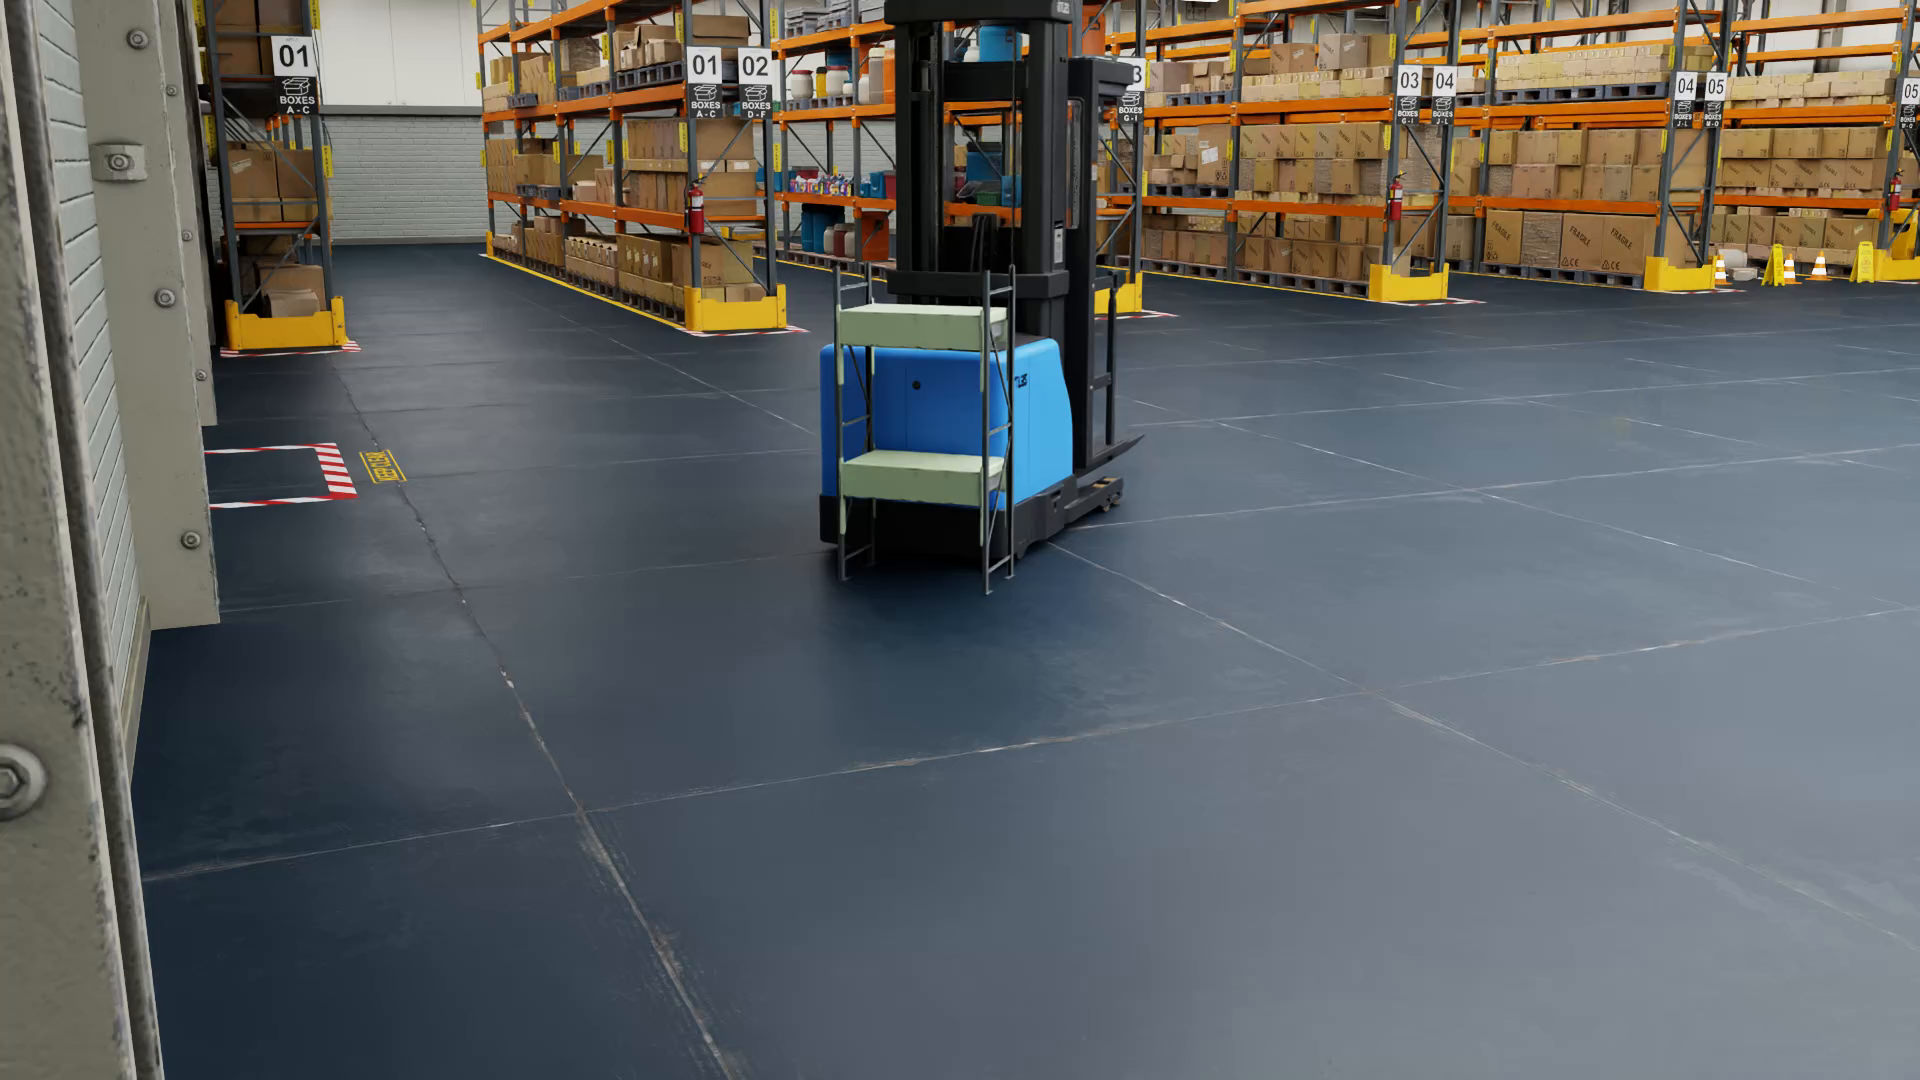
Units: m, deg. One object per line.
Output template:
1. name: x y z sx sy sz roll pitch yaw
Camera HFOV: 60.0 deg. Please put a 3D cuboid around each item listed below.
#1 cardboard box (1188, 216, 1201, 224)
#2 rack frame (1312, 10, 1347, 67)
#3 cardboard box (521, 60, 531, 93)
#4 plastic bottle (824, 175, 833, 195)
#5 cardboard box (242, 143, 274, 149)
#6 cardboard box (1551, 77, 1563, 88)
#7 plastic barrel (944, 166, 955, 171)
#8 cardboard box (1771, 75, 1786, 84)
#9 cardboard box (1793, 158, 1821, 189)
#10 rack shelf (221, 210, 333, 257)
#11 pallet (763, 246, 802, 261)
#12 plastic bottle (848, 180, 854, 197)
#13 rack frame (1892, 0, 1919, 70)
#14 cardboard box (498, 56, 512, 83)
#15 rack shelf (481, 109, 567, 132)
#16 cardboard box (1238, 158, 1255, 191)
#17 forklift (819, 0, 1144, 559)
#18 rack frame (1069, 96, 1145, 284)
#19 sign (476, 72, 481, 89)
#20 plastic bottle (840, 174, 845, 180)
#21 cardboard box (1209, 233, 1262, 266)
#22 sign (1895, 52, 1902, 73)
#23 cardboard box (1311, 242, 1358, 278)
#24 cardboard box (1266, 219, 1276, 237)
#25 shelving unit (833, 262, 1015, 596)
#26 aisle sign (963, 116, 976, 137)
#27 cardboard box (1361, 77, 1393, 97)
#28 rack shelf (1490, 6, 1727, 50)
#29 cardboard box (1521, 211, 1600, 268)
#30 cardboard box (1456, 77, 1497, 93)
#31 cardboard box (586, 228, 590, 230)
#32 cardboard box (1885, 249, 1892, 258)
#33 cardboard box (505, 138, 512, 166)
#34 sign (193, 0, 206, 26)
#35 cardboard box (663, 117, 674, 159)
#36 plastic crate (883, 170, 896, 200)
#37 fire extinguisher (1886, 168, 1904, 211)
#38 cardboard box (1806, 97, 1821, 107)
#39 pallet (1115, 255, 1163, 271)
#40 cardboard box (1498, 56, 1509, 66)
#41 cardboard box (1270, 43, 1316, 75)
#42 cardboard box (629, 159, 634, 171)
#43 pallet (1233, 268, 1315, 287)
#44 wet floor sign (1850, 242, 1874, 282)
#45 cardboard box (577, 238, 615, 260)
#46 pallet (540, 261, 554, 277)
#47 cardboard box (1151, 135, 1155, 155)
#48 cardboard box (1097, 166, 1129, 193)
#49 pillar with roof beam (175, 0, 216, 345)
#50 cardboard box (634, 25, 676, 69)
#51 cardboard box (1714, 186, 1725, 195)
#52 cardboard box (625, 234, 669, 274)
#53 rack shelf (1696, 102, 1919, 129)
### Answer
1. cardboard box: 5.221 -7.203 37.412 0.380 0.149 0.250 -6 14 -25
2. rack frame: 9.084 -12.002 40.770 1.000 3.000 0.127 -6 14 -23
3. cardboard box: -7.338 -8.116 29.259 0.600 0.600 0.600 -7 15 -28
4. plastic bottle: -2.366 -6.378 29.883 0.144 0.351 0.185 -6 14 -23
5. cardboard box: -10.099 -5.635 23.927 0.380 0.149 0.250 -8 15 -32
6. cardboard box: 9.742 -7.355 26.750 0.380 0.149 0.250 -6 14 -23
7. plastic barrel: -0.203 -5.693 26.513 0.433 0.535 0.433 0 13 0
8. cardboard box: 14.290 -7.969 28.785 0.380 0.149 0.250 -6 14 -24
9. cardboard box: 14.630 -6.262 28.393 0.500 0.500 0.500 -6 14 -23
10. rack shelf: -8.003 -3.599 19.363 1.077 0.370 4.000 -6 14 -23
11. pallet: -3.262 -5.700 33.031 1.003 0.211 1.213 -6 14 -23
12. plastic bottle: -1.882 -6.072 28.712 0.061 0.283 0.133 -6 14 -23
13. rack frame: 18.438 -9.972 31.998 1.000 3.000 0.127 -6 14 -23
14. cardboard box: -8.318 -8.866 31.435 0.700 0.500 0.500 -6 14 -23
15. rack shelf: -8.273 -7.988 31.674 1.077 0.370 4.000 -6 14 -23
16. cardboard box: 4.935 -5.800 26.396 0.875 0.500 0.500 -6 14 -23
17. forklift: 0.313 -1.620 9.368 1.130 2.935 3.031 5 14 22
18. rack frame: 1.875 -4.431 21.363 1.000 3.000 0.127 -6 14 -23
19. sign: -9.571 -9.128 33.067 0.100 0.325 0.005 -6 14 -23
20. plastic bottle: -2.190 -6.688 31.223 0.144 0.351 0.185 -6 14 -23
21. cardboard box: 4.585 -4.830 27.656 0.700 0.500 0.500 -7 15 -27
22. sign: 14.977 -7.620 26.527 0.100 0.325 0.005 -6 14 -23
23. cardboard box: 5.674 -4.247 25.181 0.500 0.500 0.500 -4 14 -18
24. cardboard box: 6.680 -6.379 34.391 0.500 0.500 0.500 -5 14 -22
25. shelving unit: -0.163 -0.541 7.879 0.755 1.500 0.431 5 14 20
26. aisle sign: 0.250 -9.493 37.467 0.394 0.787 0.004 -6 14 -23
27. cardboard box: 5.987 -6.343 23.306 0.500 0.250 0.500 -5 14 -22
28. rack shelf: 10.197 -8.096 26.377 1.077 0.370 4.000 -6 14 -23
29. cardboard box: 9.949 -4.979 27.513 0.875 0.875 0.875 -6 14 -23
30. cardboard box: 8.967 -7.905 28.900 0.500 0.250 0.500 -5 14 -22
31. cardboard box: -6.821 -5.281 29.604 0.500 0.500 0.500 -6 14 -23
32. cardboard box: 15.424 -4.830 28.254 0.500 0.250 0.500 -6 14 -23
33. cardboard box: -8.119 -7.186 30.828 0.500 0.500 0.500 -6 14 -24
34. sign: -7.719 -5.383 16.860 0.100 0.325 0.005 -6 14 -23
35. cardboard box: -3.280 -4.986 20.662 0.700 0.500 0.500 -6 14 -23
36. plastic crate: -0.963 -5.754 26.935 0.402 0.464 0.583 -6 14 -23
37. fire extinguisher: 15.117 -5.671 26.890 0.296 0.674 0.183 -6 14 -23
38. cardboard box: 14.607 -7.428 28.217 0.380 0.149 0.250 -6 14 -25
39. pallet: 3.520 -5.011 30.054 1.003 0.211 1.213 -6 14 -23
40. cardboard box: 9.230 -8.007 27.796 0.380 0.149 0.250 -5 14 -22
41. cardboard box: 5.225 -7.534 26.125 0.500 0.500 0.500 -6 14 -25
42. cardboard box: -4.236 -5.051 22.380 0.380 0.149 0.250 -5 14 -22
43. pallet: 5.112 -4.211 26.596 1.003 0.211 1.213 -6 14 -23
44. wet floor sign: 14.589 -4.491 26.842 0.267 0.644 0.232 -1 13 -4
45. cardboard box: -5.508 -4.427 25.270 0.500 0.311 0.500 -6 14 -24
46. pallet: -6.619 -4.688 28.658 1.003 0.211 1.213 -6 14 -23
47. cardboard box: 4.734 -9.072 38.314 0.500 0.500 0.500 -5 14 -21
48. cardboard box: 2.784 -6.660 30.770 0.500 0.500 0.500 -5 14 -21
49. pillar with roof beam: -4.331 -6.914 18.788 9.100 9.000 0.400 -6 14 -23
50. cardboard box: -3.723 -6.244 21.072 0.797 0.503 0.637 -4 14 -17
51. cardboard box: 13.872 -6.336 30.151 0.380 0.149 0.250 -5 14 -21
52. cardboard box: -4.161 -3.815 22.203 0.500 0.500 0.500 -6 14 -23
53. rack shelf: 14.692 -7.298 28.692 1.077 0.370 4.000 -6 14 -23
